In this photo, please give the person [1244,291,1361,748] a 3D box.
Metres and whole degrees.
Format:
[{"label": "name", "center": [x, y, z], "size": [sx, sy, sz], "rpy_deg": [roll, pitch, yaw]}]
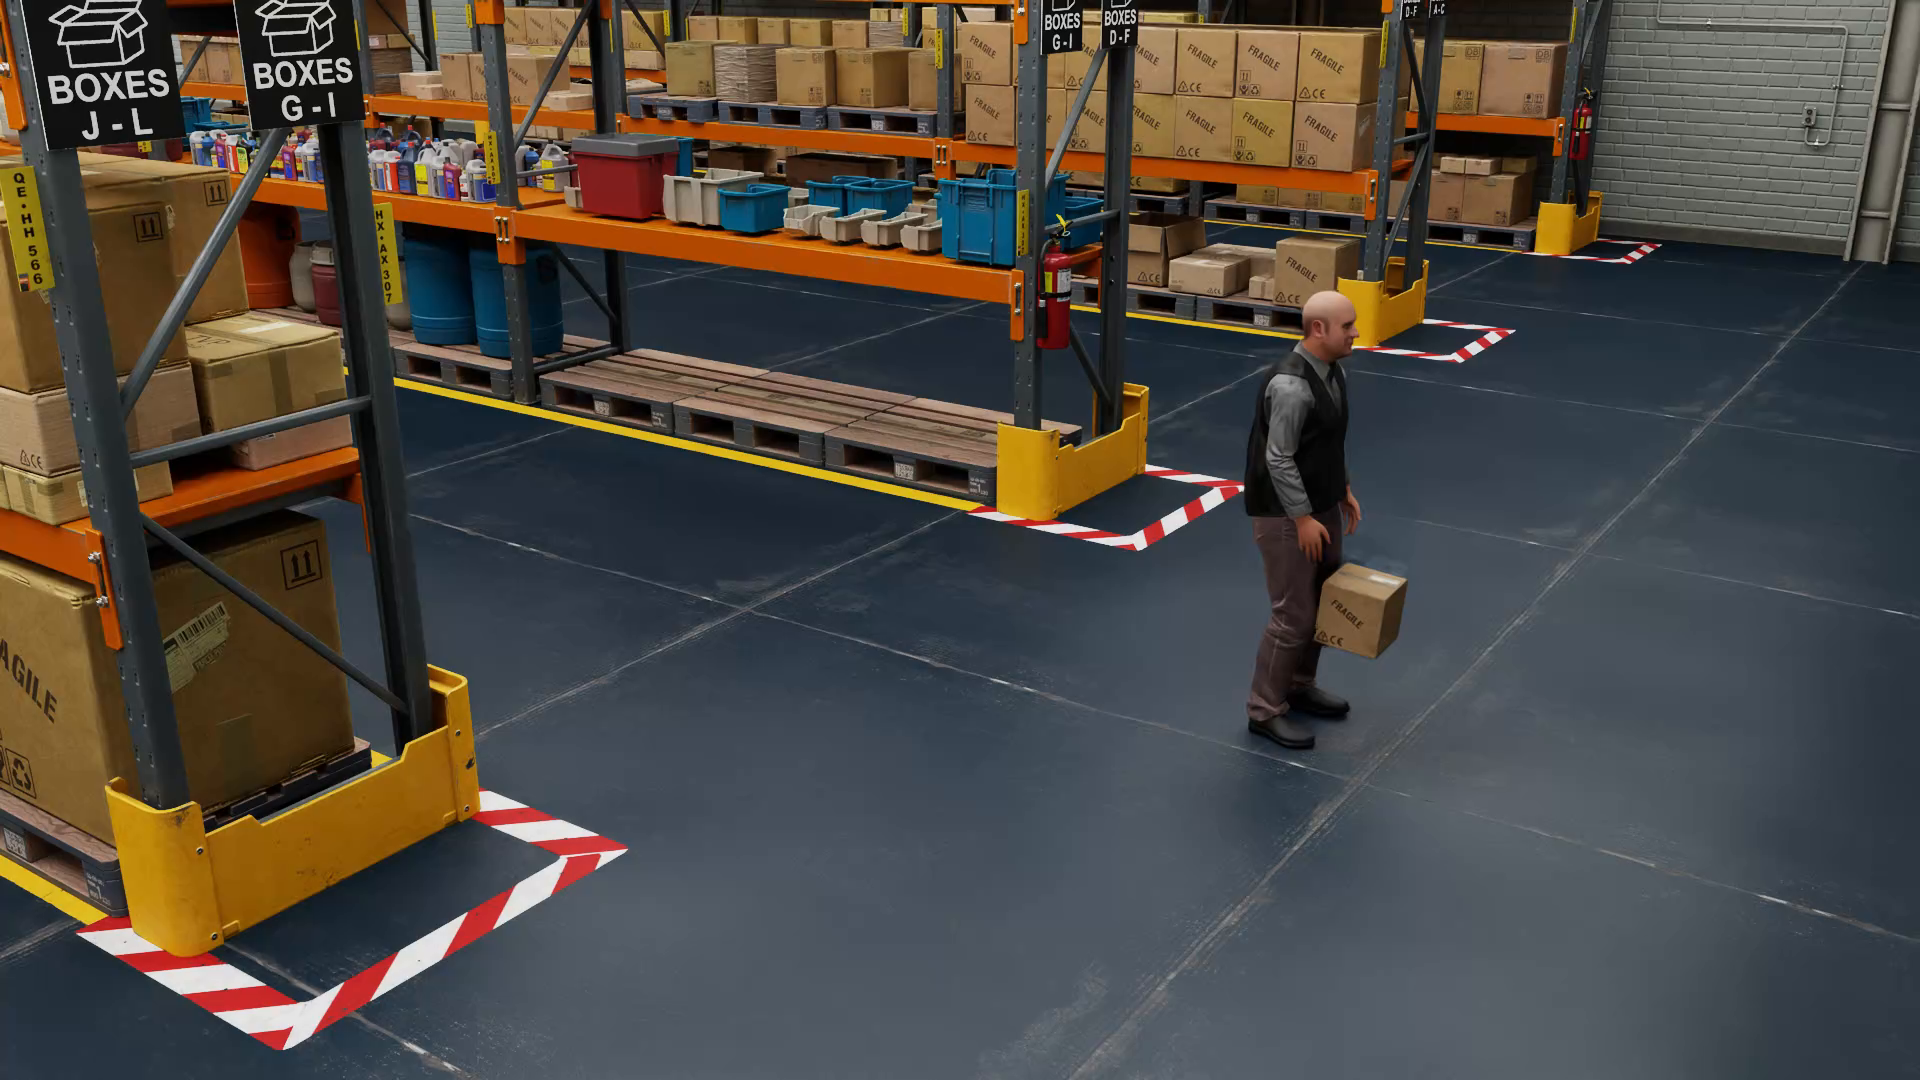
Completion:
[{"label": "person", "center": [1.309, -0.104, 6.392], "size": [0.421, 1.725, 0.560], "rpy_deg": [12, 23, 31]}]
